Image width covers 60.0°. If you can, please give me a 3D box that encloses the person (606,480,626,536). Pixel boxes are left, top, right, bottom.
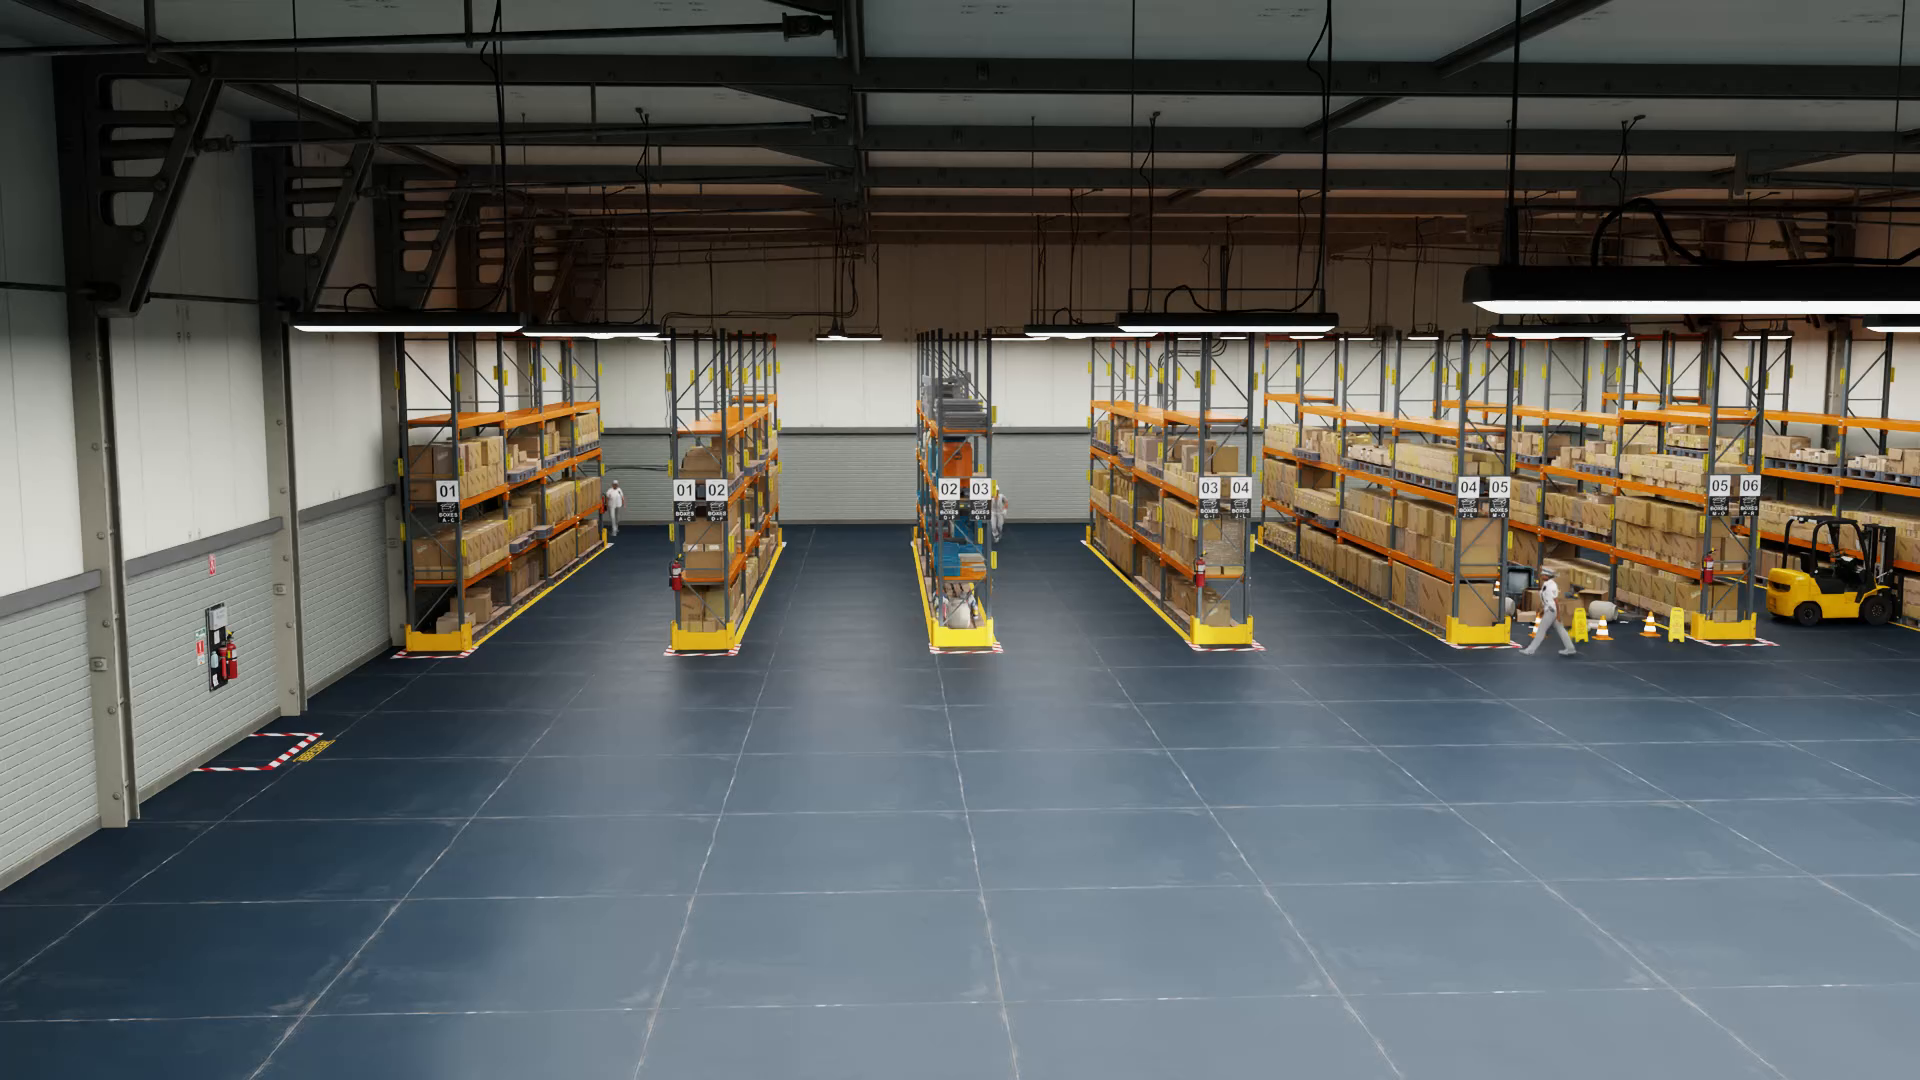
[{"bbox_3d":[-10.354,-0.989,50.027,0.538,1.621,0.982,-3,8,-27],"label":"person"}]

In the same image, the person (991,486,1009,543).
[{"bbox_3d":[1.053,-0.738,47.816,0.686,1.680,0.671,0,7,4],"label":"person"}]

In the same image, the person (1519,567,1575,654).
[{"bbox_3d":[10.830,1.297,30.595,1.007,1.600,0.493,1,7,12],"label":"person"}]
